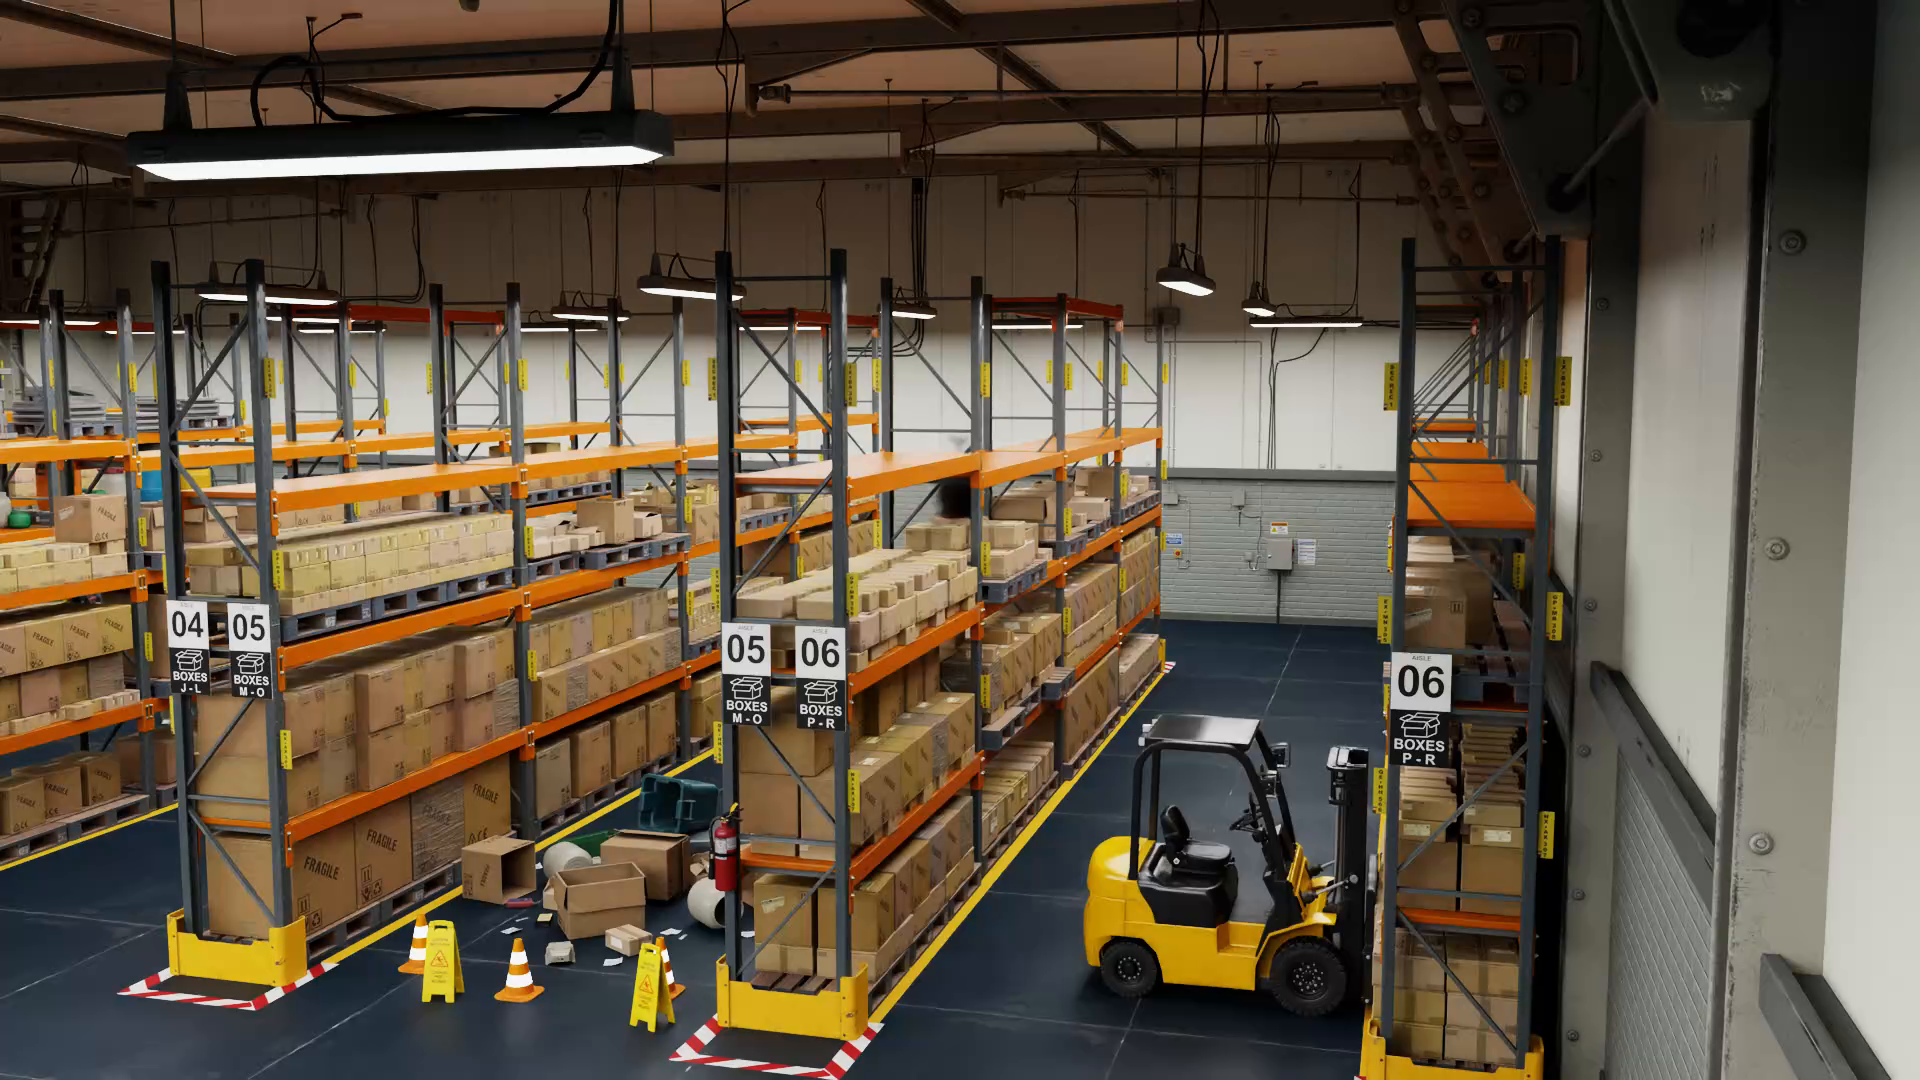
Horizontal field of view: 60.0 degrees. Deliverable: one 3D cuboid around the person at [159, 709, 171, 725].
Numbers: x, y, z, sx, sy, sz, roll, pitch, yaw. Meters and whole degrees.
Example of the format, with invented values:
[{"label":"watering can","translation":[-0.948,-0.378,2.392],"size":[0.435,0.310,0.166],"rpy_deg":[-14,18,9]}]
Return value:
[{"label":"person","translation":[-11.419,1.896,23.798],"size":[0.545,1.517,0.815],"rpy_deg":[-1,6,-7]}]
